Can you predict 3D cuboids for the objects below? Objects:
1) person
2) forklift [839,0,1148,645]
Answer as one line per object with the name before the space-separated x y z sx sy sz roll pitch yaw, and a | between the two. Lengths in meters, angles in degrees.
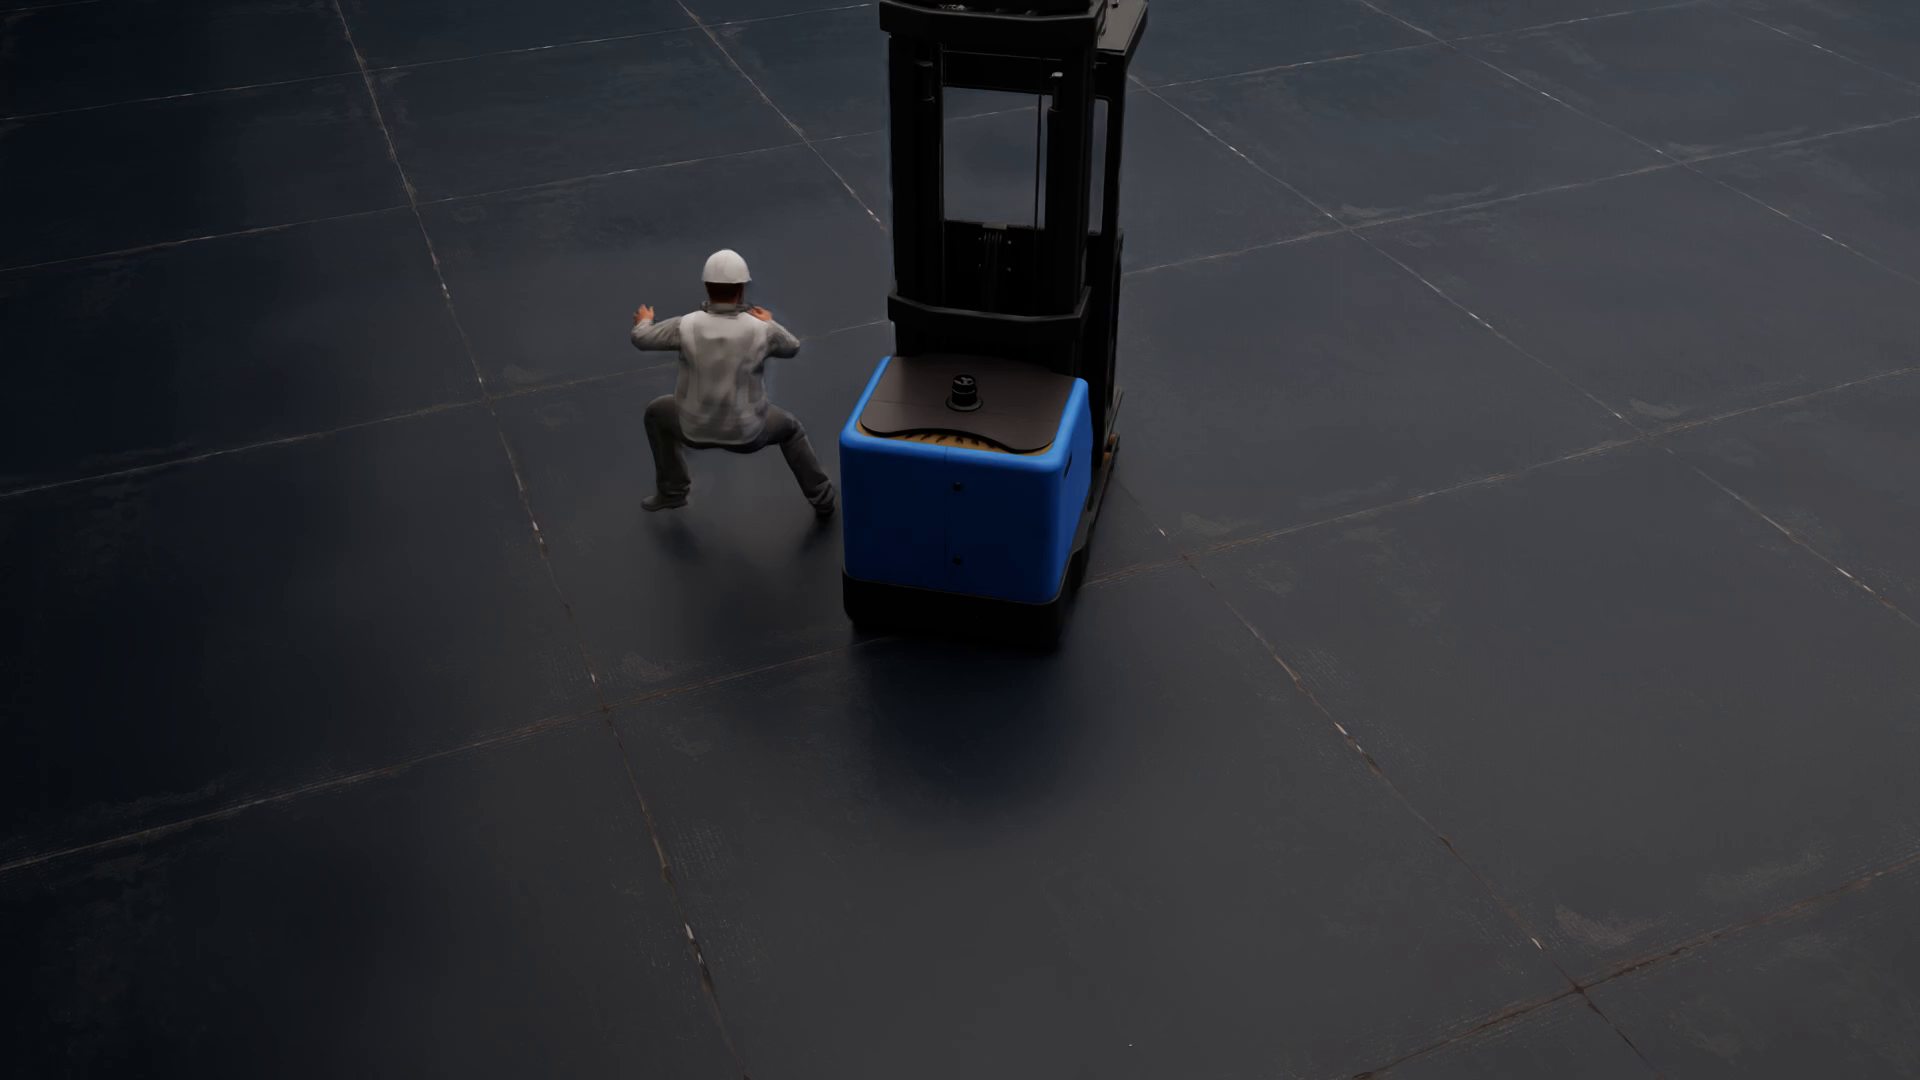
person | -1.171 -0.771 8.325 1.017 1.530 0.749 0 35 1
forklift | 0.272 -1.552 8.280 1.130 2.935 3.031 8 36 11
